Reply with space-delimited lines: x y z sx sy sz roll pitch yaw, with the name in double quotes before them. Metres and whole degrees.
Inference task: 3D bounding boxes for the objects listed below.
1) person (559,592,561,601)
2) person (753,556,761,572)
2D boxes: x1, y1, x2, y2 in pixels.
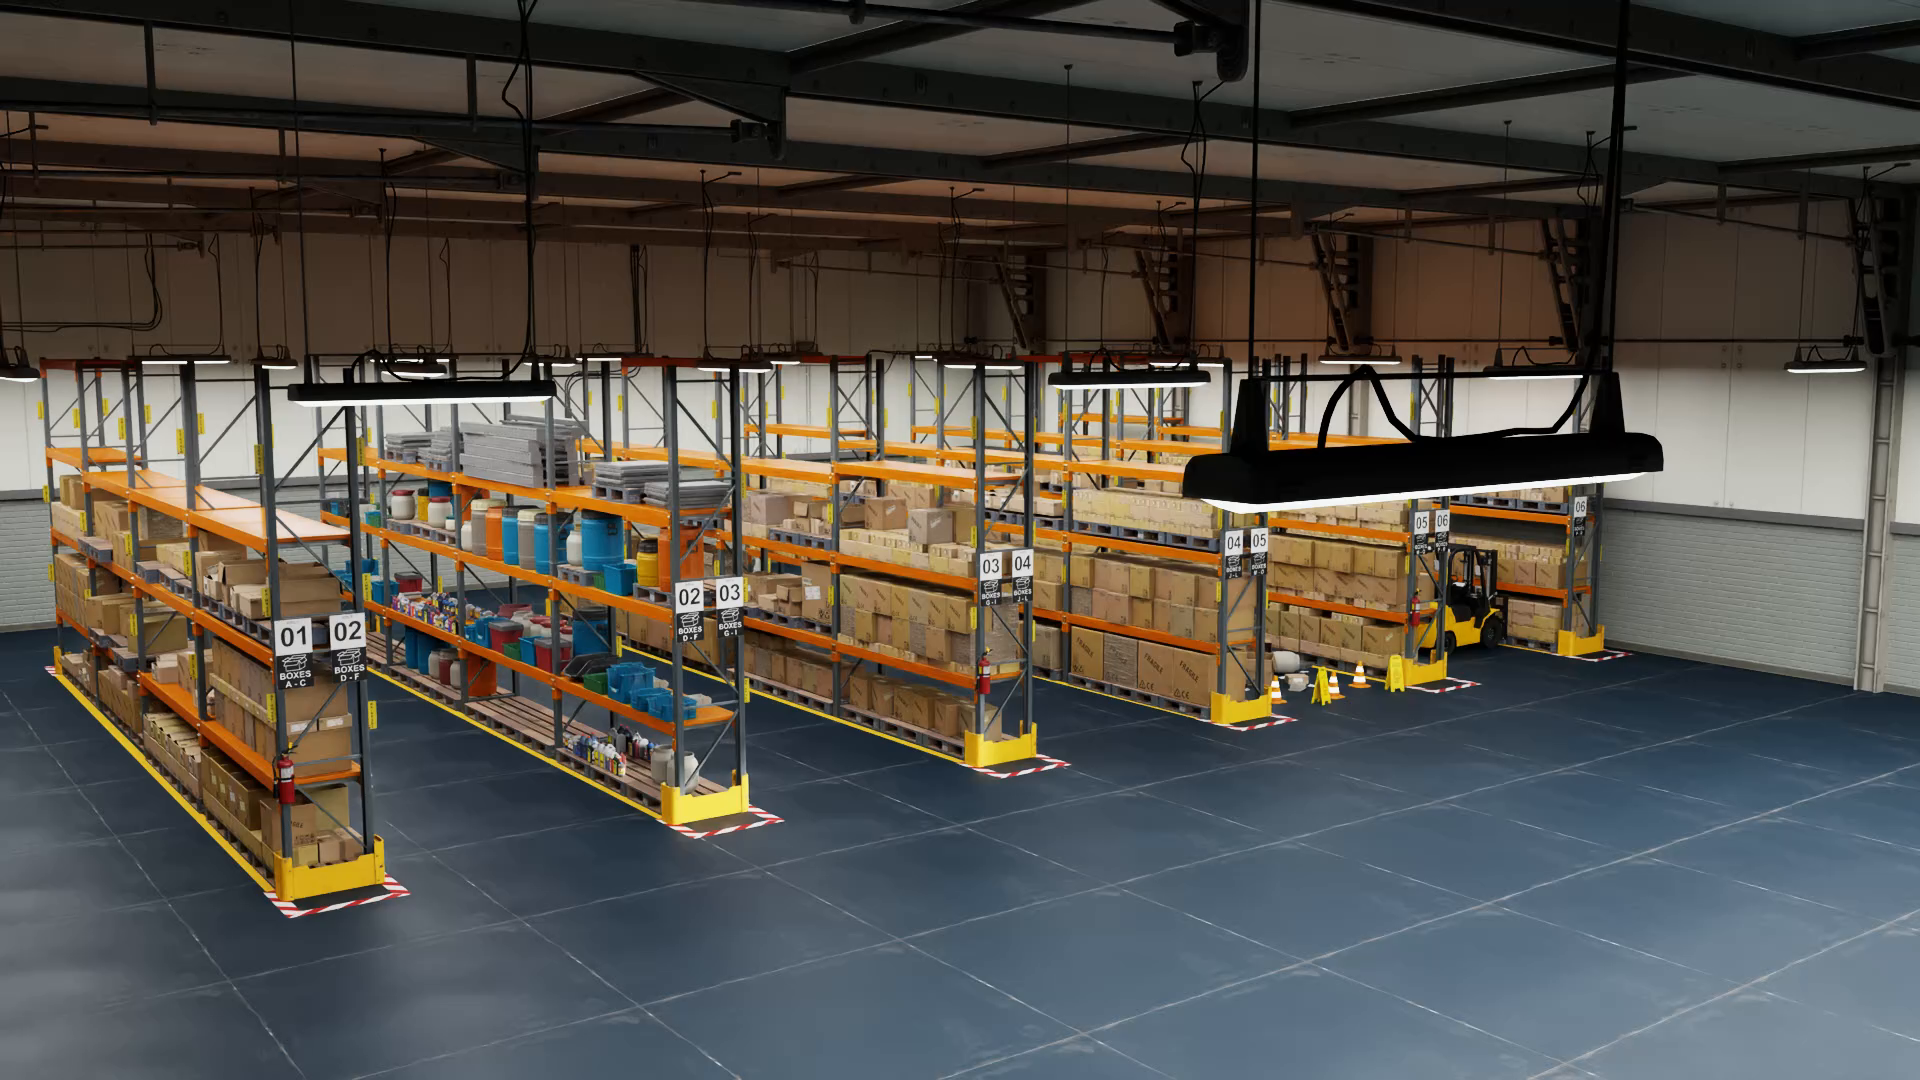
"person" -9.247 0.799 38.881 0.640 1.717 0.587 -2 7 -20
"person" -5.106 0.441 41.759 0.867 1.769 0.559 -5 8 -35
